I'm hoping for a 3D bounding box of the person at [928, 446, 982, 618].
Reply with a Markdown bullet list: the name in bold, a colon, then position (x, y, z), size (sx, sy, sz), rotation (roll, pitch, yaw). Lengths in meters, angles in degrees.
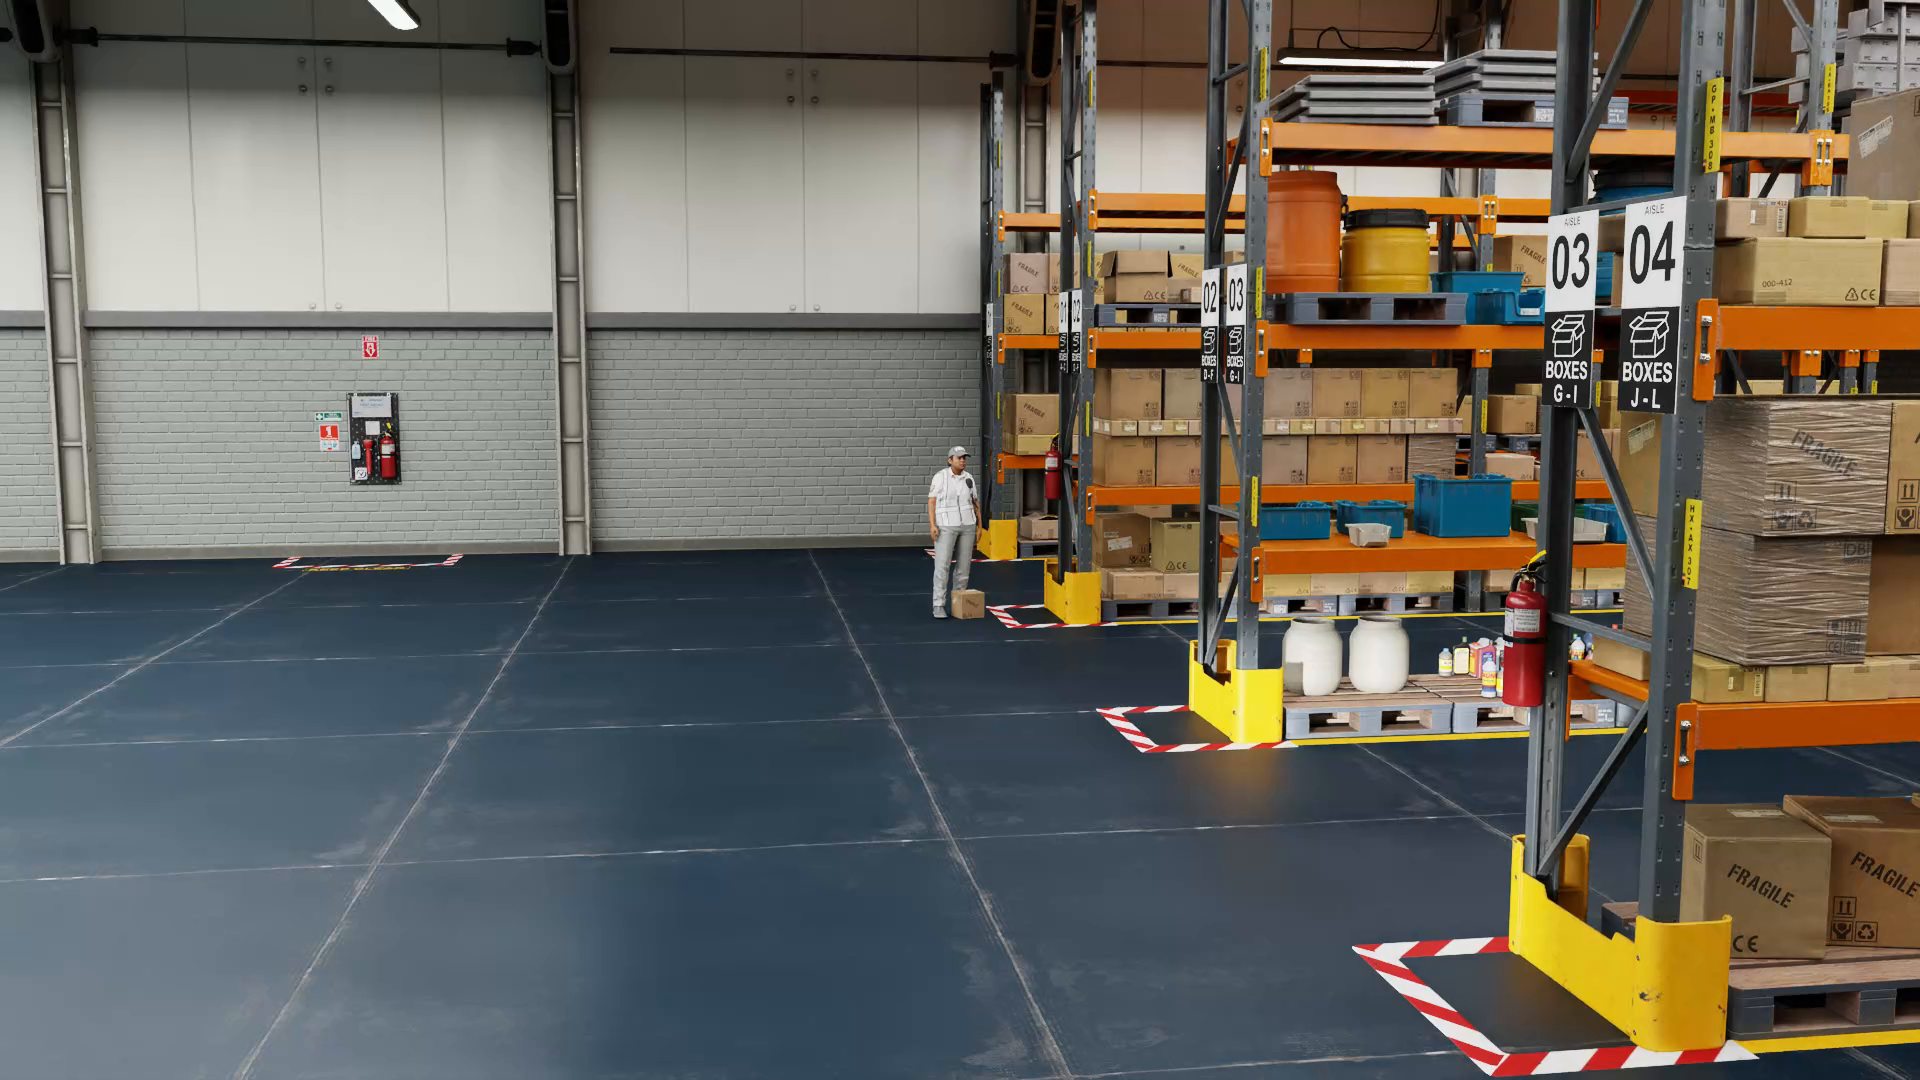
- **person**: position (-0.035, -0.093, 16.546), size (0.598, 1.670, 0.529), rotation (-3, 7, -22)
